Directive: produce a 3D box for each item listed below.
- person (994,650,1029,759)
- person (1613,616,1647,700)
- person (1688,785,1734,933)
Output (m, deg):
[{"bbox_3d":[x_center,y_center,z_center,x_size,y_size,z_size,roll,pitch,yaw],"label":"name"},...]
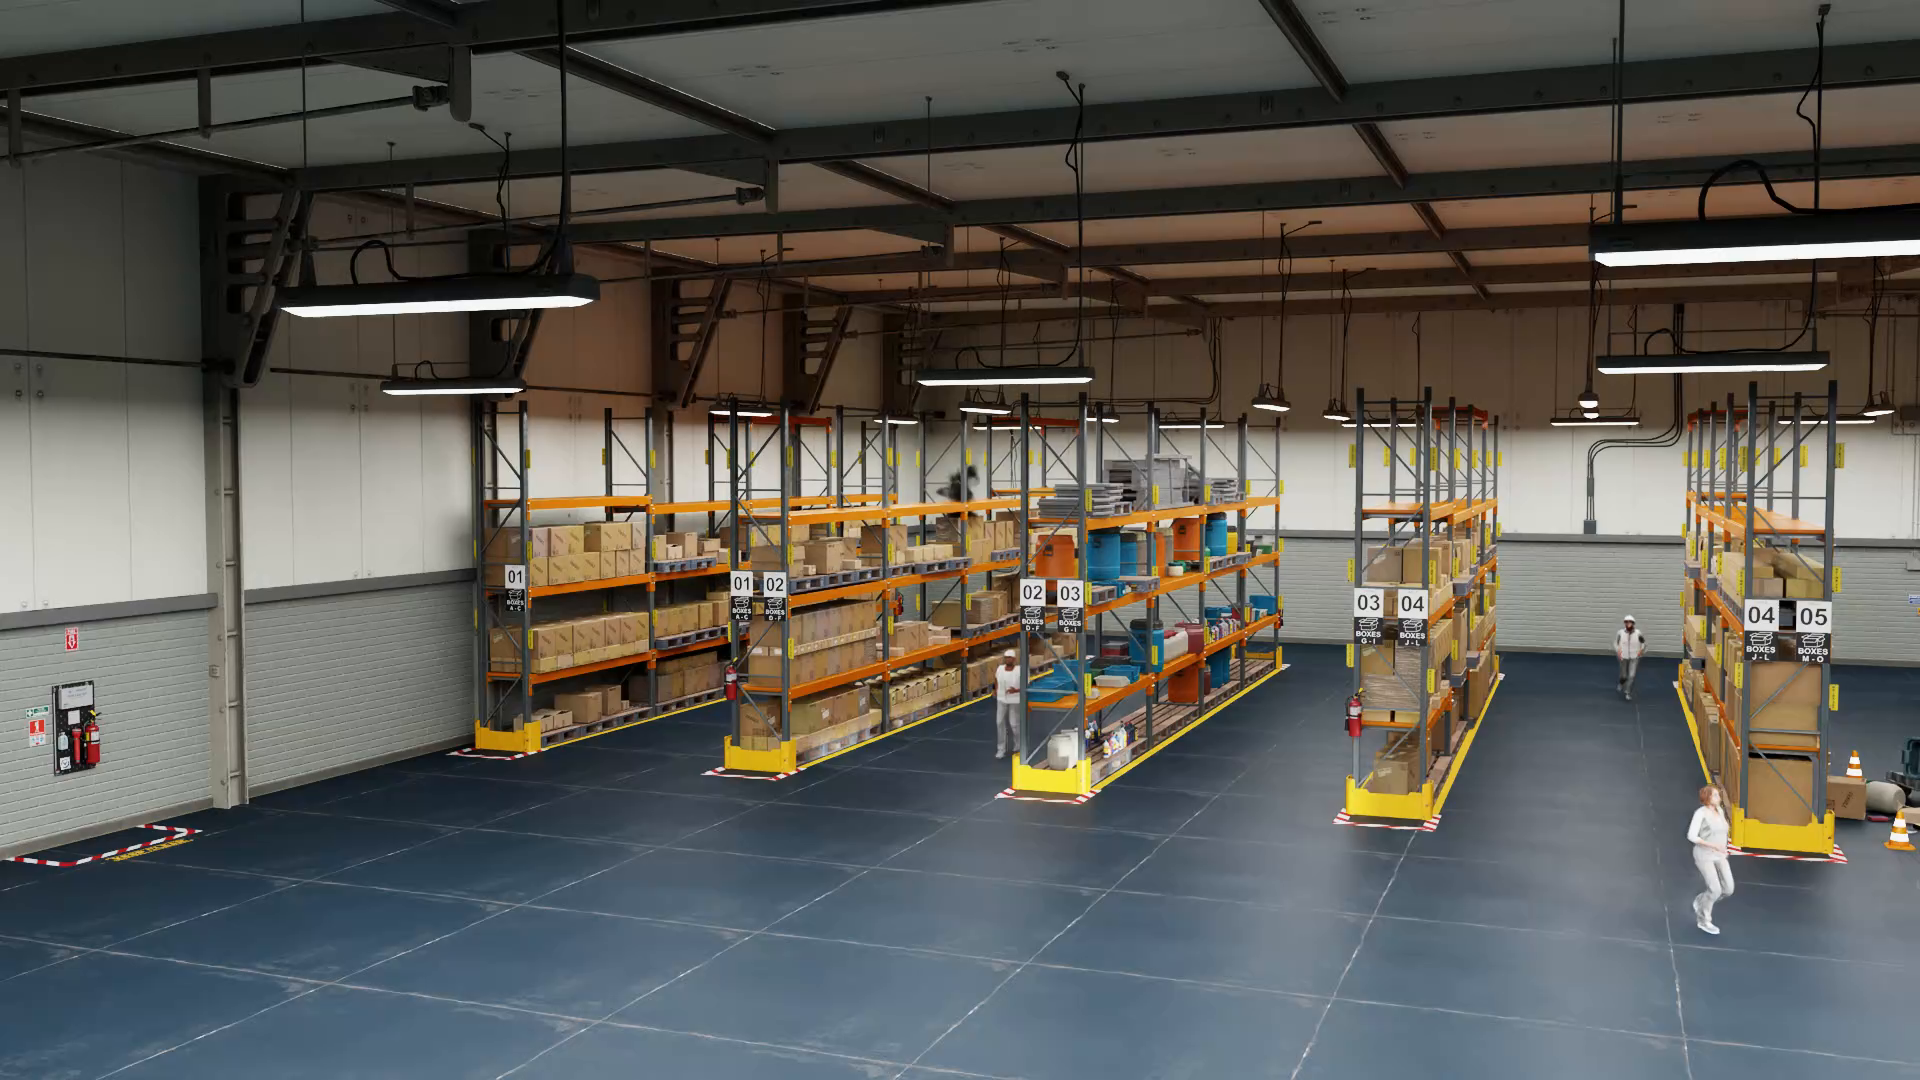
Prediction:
[{"bbox_3d":[0.846,2.755,28.069,0.698,1.818,0.740,1,3,24],"label":"person"},{"bbox_3d":[14.017,2.451,34.783,0.663,1.752,0.647,1,3,22],"label":"person"},{"bbox_3d":[7.950,3.374,17.596,0.524,1.563,0.528,-1,3,-28],"label":"person"}]
